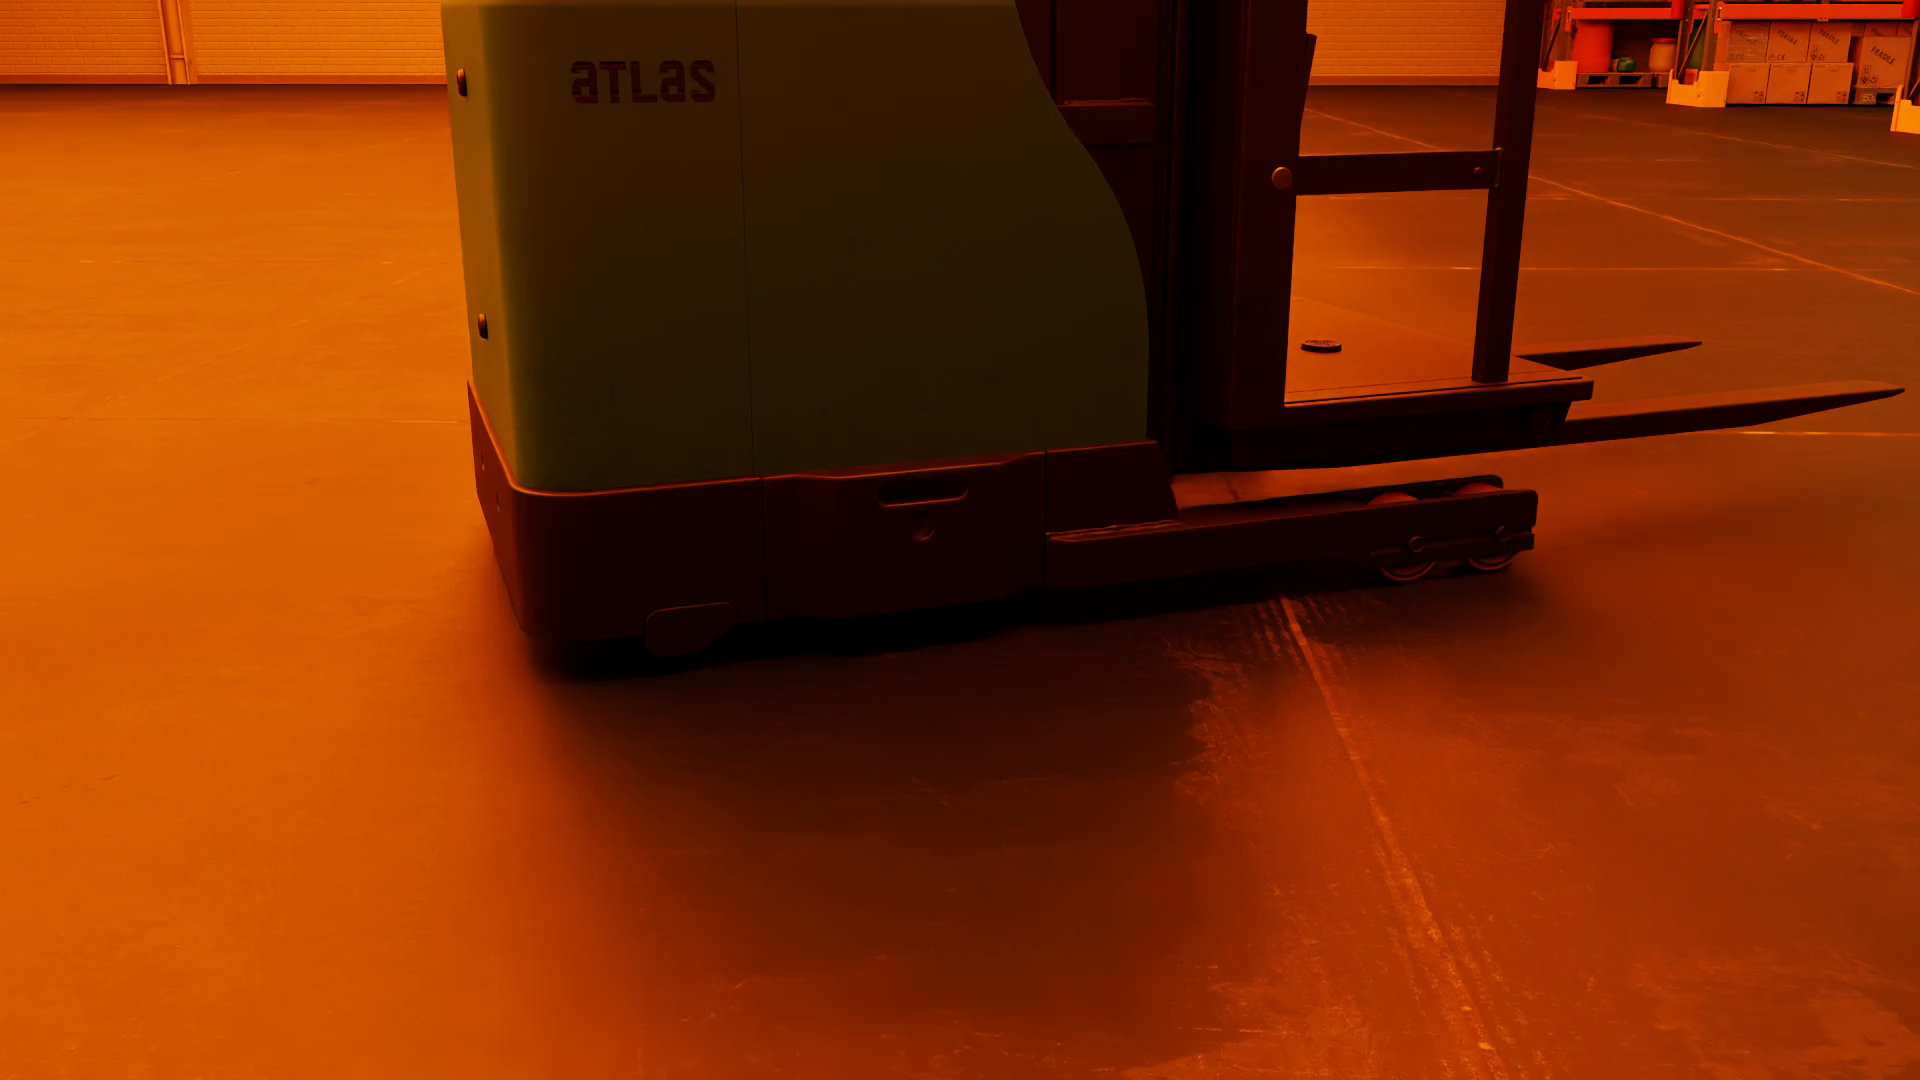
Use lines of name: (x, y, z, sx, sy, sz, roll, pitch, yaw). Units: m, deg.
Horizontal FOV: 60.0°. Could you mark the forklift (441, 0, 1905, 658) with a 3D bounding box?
forklift: (0.571, -1.462, 3.137, 3.031, 2.935, 1.130, -6, 18, -19)
